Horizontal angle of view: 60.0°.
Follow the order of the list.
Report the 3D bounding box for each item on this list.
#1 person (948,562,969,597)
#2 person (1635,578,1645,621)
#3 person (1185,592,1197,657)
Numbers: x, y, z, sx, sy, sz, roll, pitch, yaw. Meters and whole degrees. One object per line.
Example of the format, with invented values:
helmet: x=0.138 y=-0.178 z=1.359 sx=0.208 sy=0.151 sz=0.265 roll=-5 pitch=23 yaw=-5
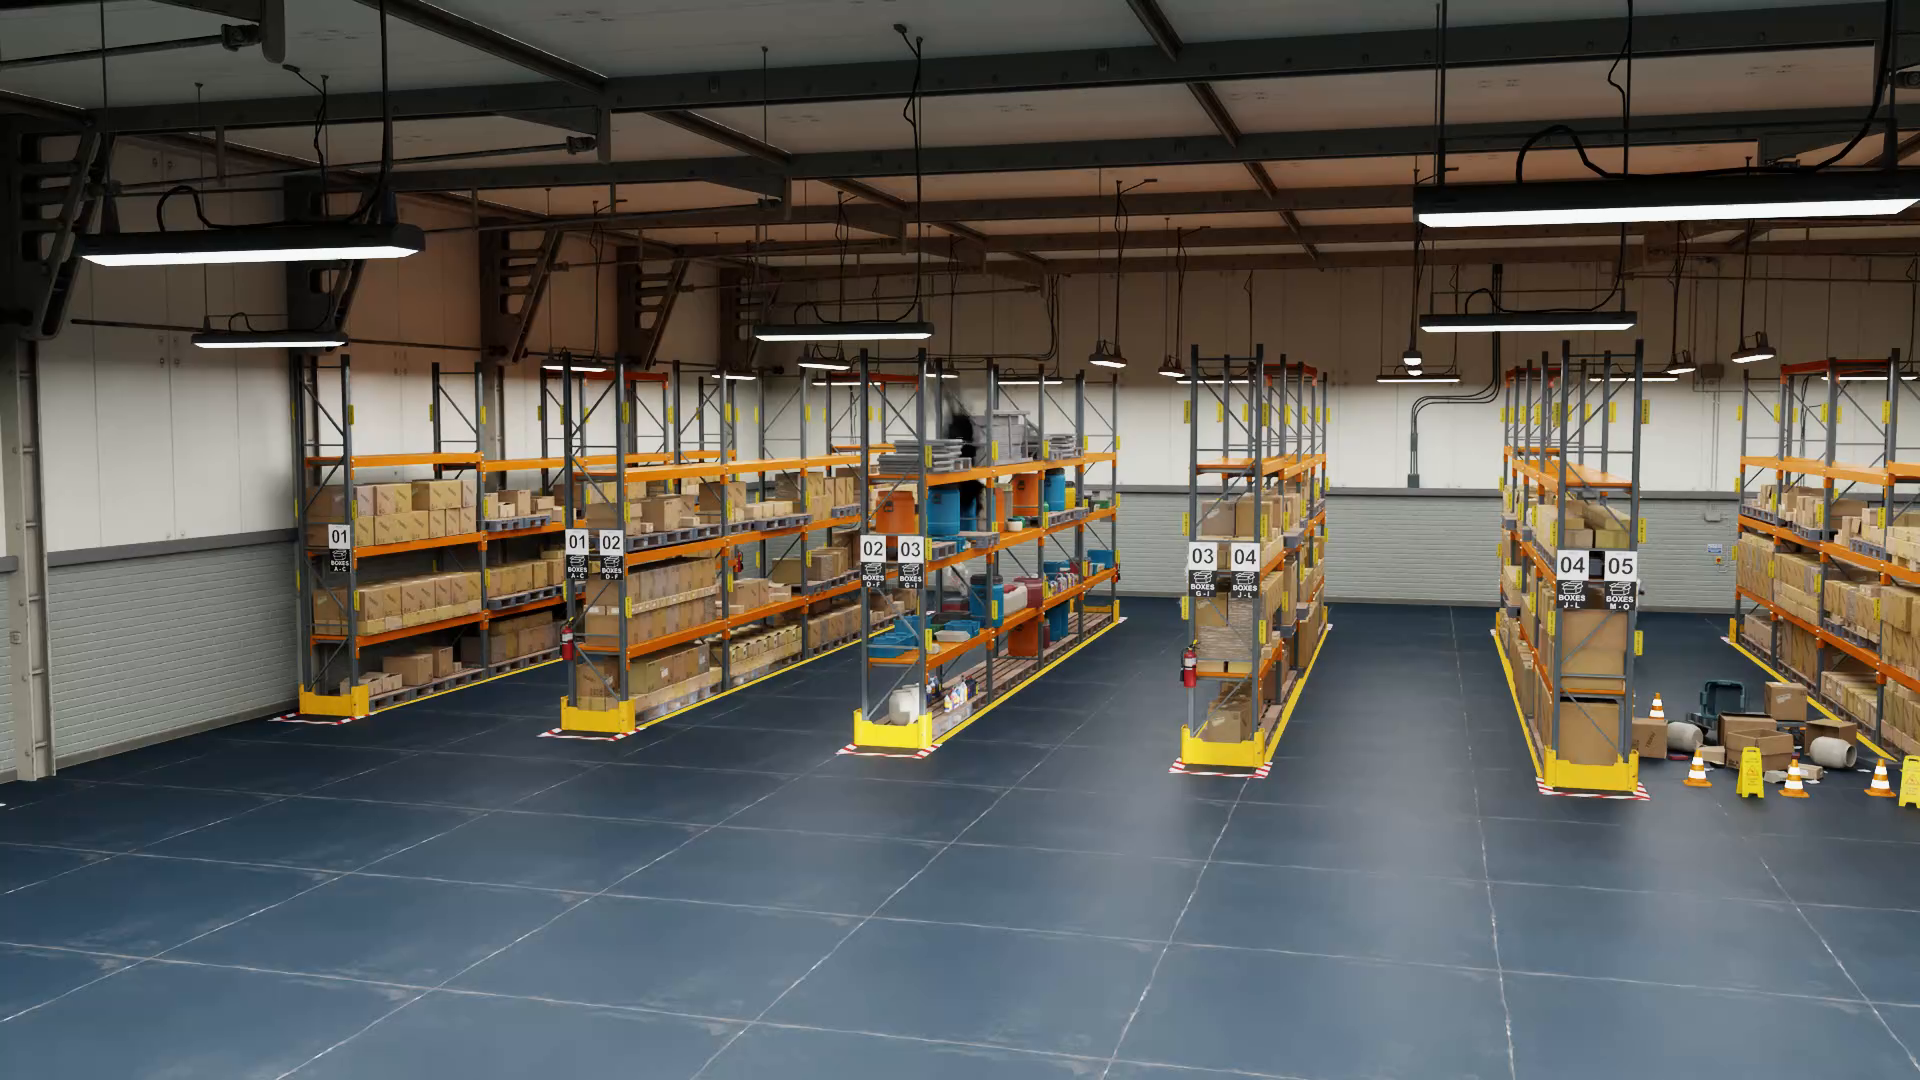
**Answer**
person: x=0.006 y=1.098 z=41.986 sx=0.582 sy=1.544 sz=0.462 roll=-3 pitch=5 yaw=-37
person: x=14.295 y=1.458 z=35.529 sx=0.647 sy=1.845 sz=0.797 roll=1 pitch=4 yaw=15
person: x=4.974 y=1.598 z=34.385 sx=0.655 sy=1.704 sz=0.707 roll=1 pitch=4 yaw=9
